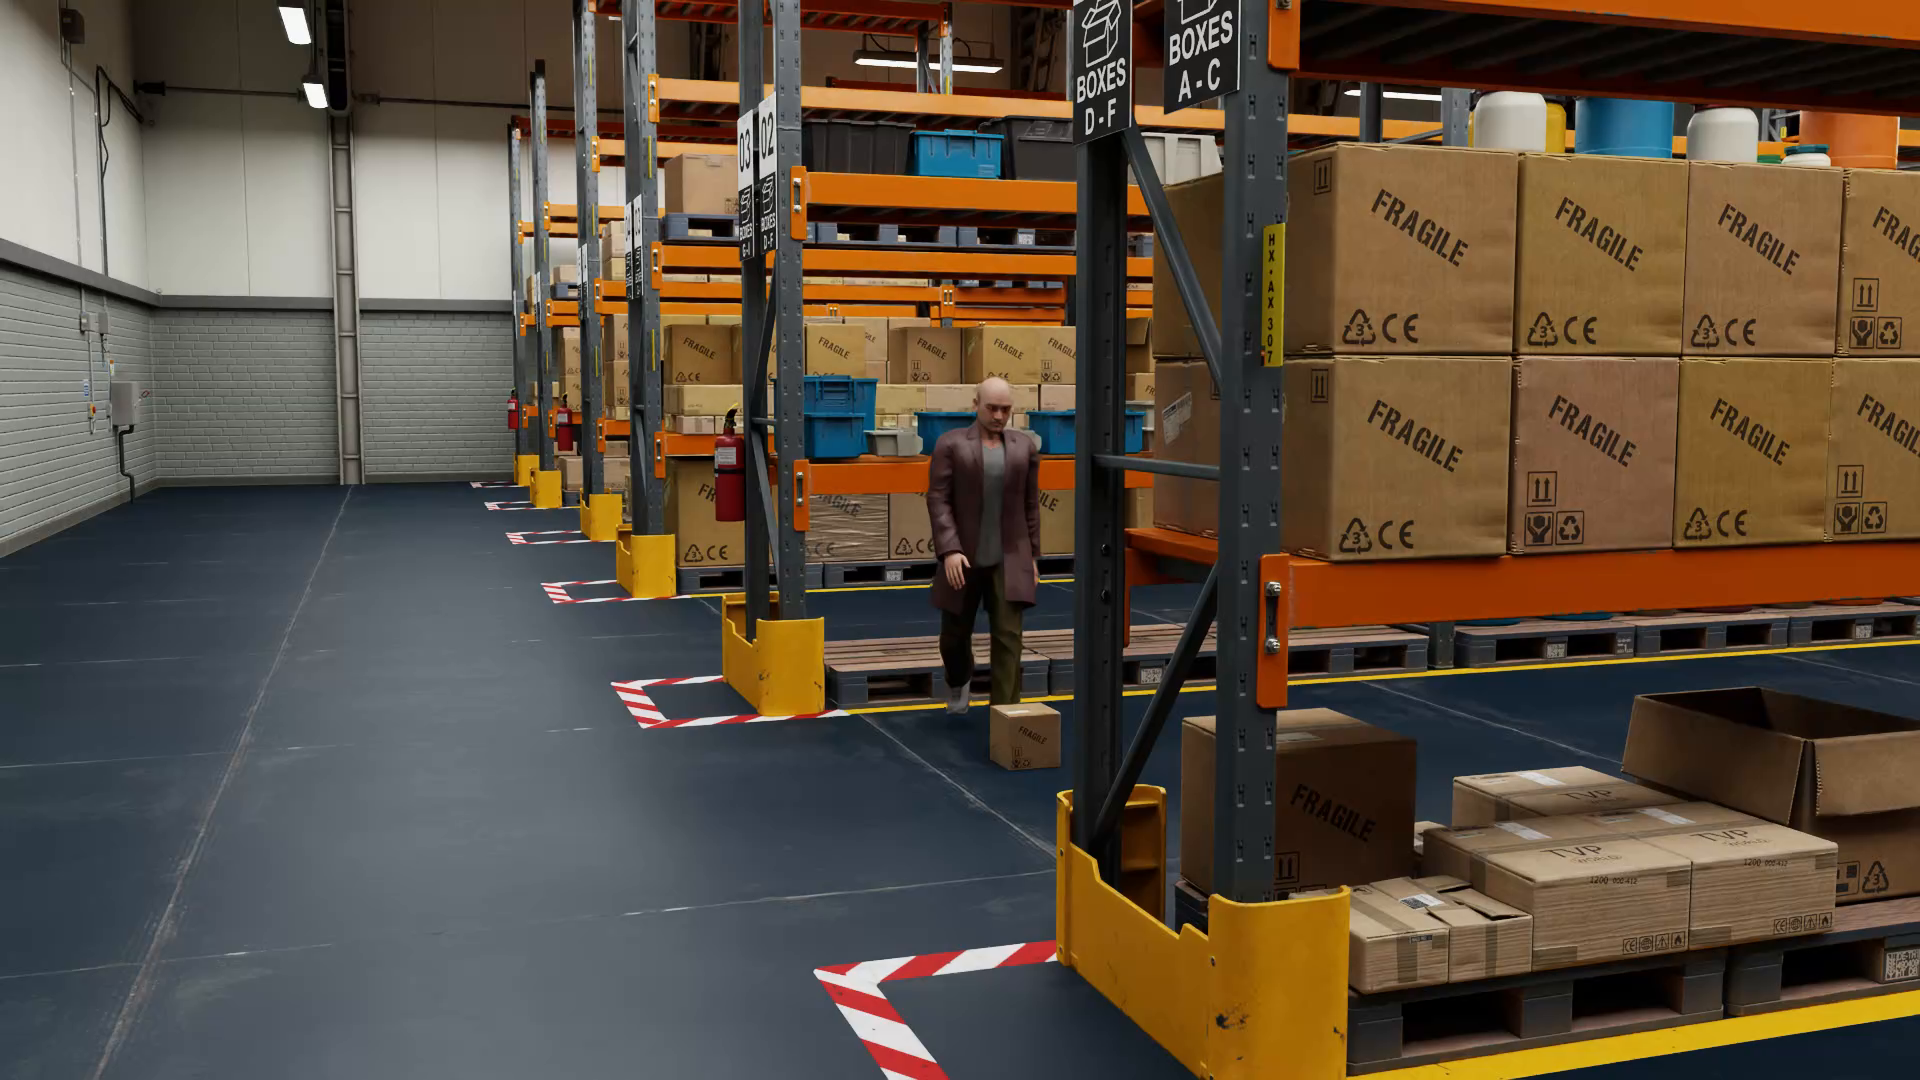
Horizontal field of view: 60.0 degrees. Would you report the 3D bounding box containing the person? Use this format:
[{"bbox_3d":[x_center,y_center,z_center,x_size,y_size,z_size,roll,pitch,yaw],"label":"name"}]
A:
[{"bbox_3d":[0.121,0.095,7.993,0.576,1.748,1.011,-1,6,-7],"label":"person"}]
